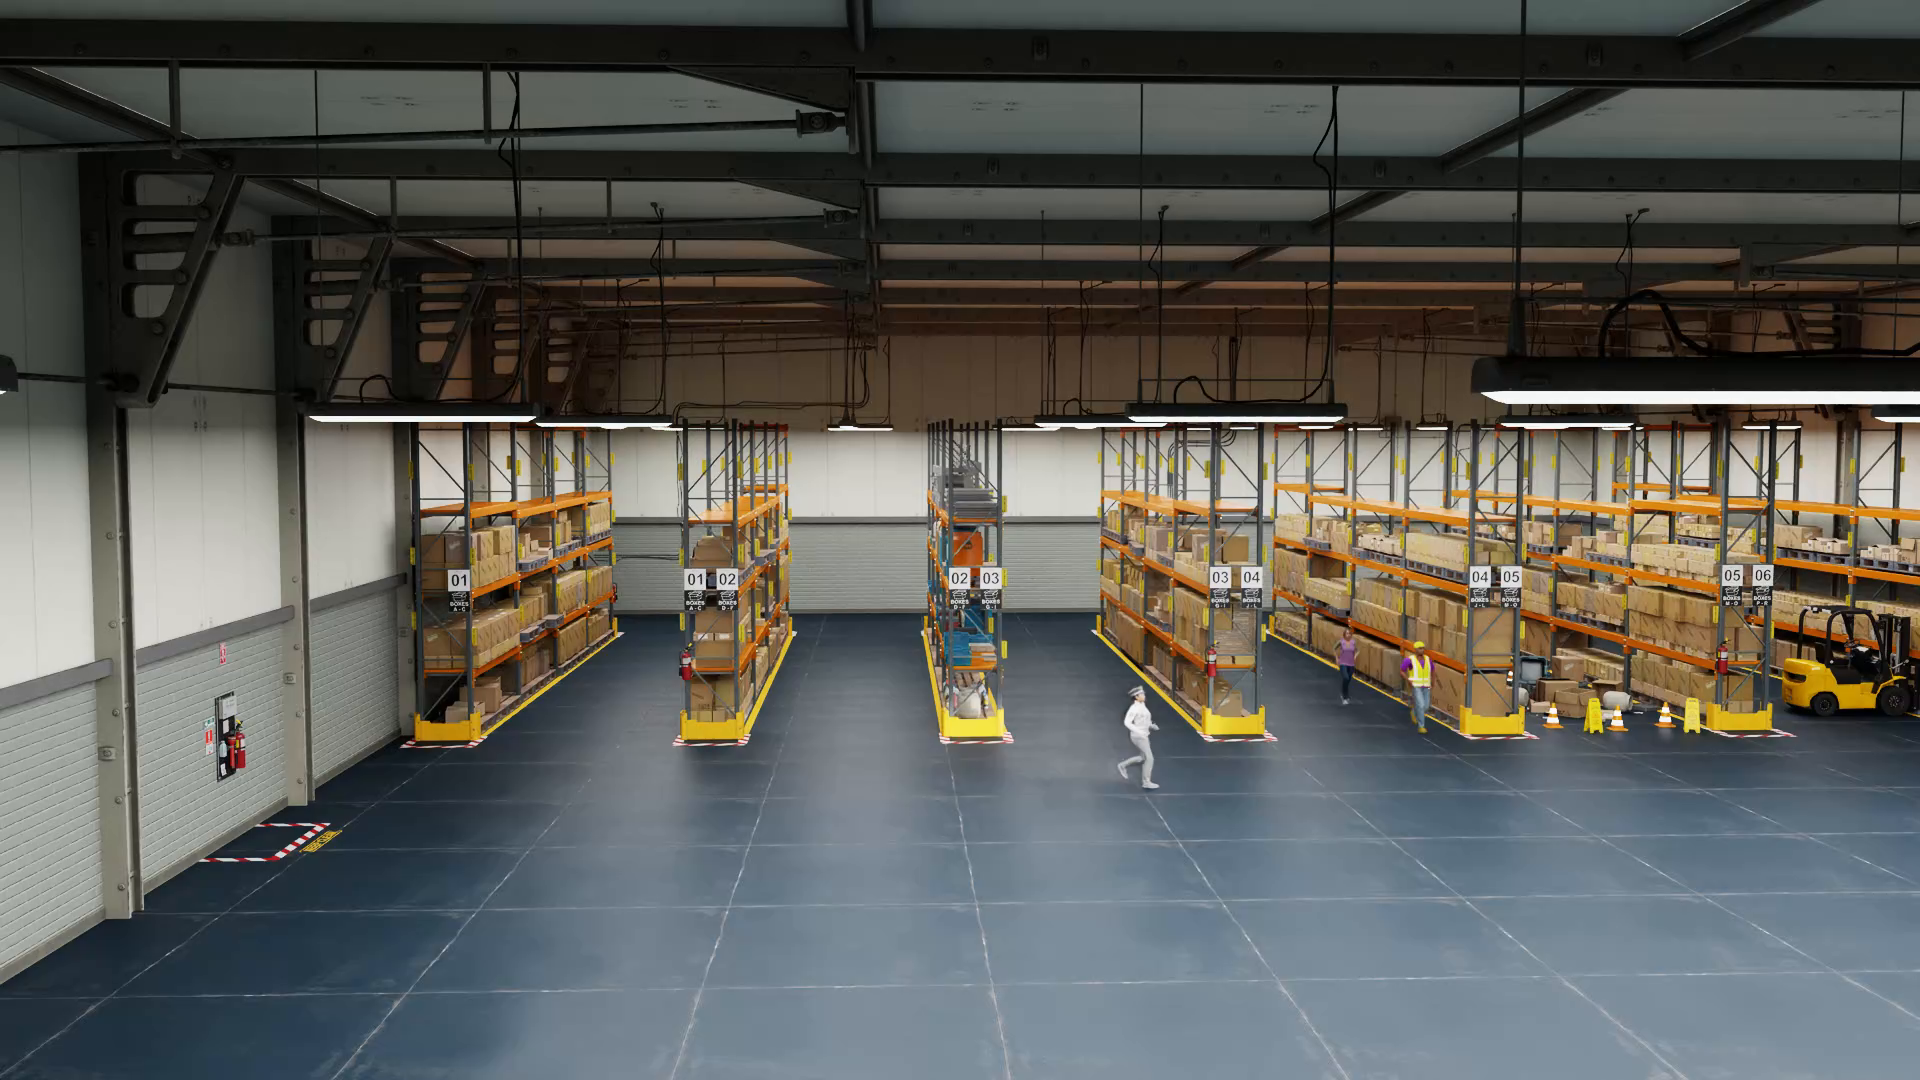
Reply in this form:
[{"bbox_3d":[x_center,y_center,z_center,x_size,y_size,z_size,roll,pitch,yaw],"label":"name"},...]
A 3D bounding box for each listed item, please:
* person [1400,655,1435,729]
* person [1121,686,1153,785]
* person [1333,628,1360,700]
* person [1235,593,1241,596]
[{"bbox_3d":[8.797,2.906,31.959,0.691,1.392,0.650,-1,4,-13],"label":"person"},{"bbox_3d":[2.865,3.139,26.889,0.597,1.597,0.371,2,4,23],"label":"person"},{"bbox_3d":[8.176,2.603,35.149,0.542,1.495,0.690,0,4,-6],"label":"person"},{"bbox_3d":[7.731,1.890,46.539,0.691,1.676,0.606,0,4,0],"label":"person"}]
